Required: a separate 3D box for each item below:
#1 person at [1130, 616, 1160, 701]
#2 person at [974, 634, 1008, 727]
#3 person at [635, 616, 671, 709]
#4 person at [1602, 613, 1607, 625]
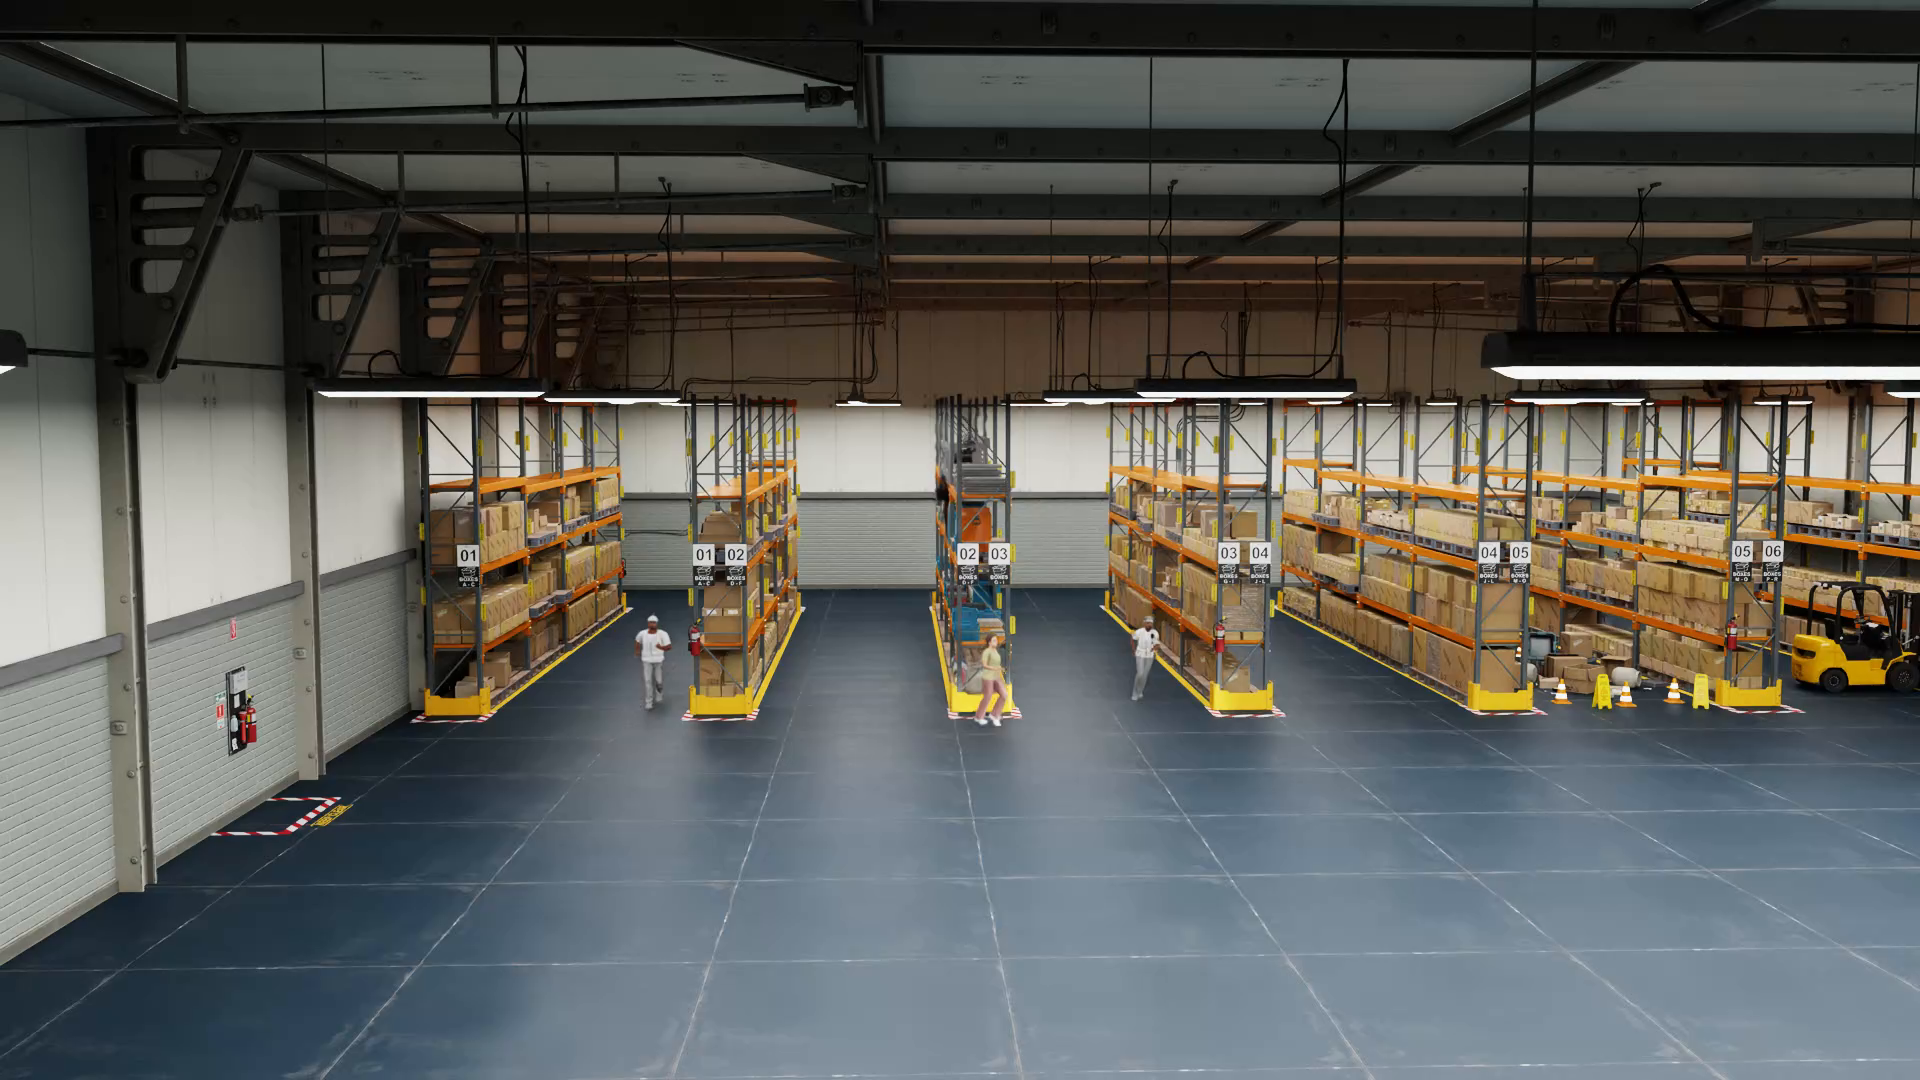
[{"bbox_3d":[3.655,2.331,32.743,0.555,1.709,0.705,0,5,-3],"label":"person"},{"bbox_3d":[0.574,2.545,30.009,0.694,1.714,0.602,3,5,35],"label":"person"},{"bbox_3d":[-5.887,2.319,31.797,0.717,1.741,0.948,0,5,-4],"label":"person"},{"bbox_3d":[16.538,1.528,43.133,0.571,1.614,0.552,-1,5,-10],"label":"person"}]
